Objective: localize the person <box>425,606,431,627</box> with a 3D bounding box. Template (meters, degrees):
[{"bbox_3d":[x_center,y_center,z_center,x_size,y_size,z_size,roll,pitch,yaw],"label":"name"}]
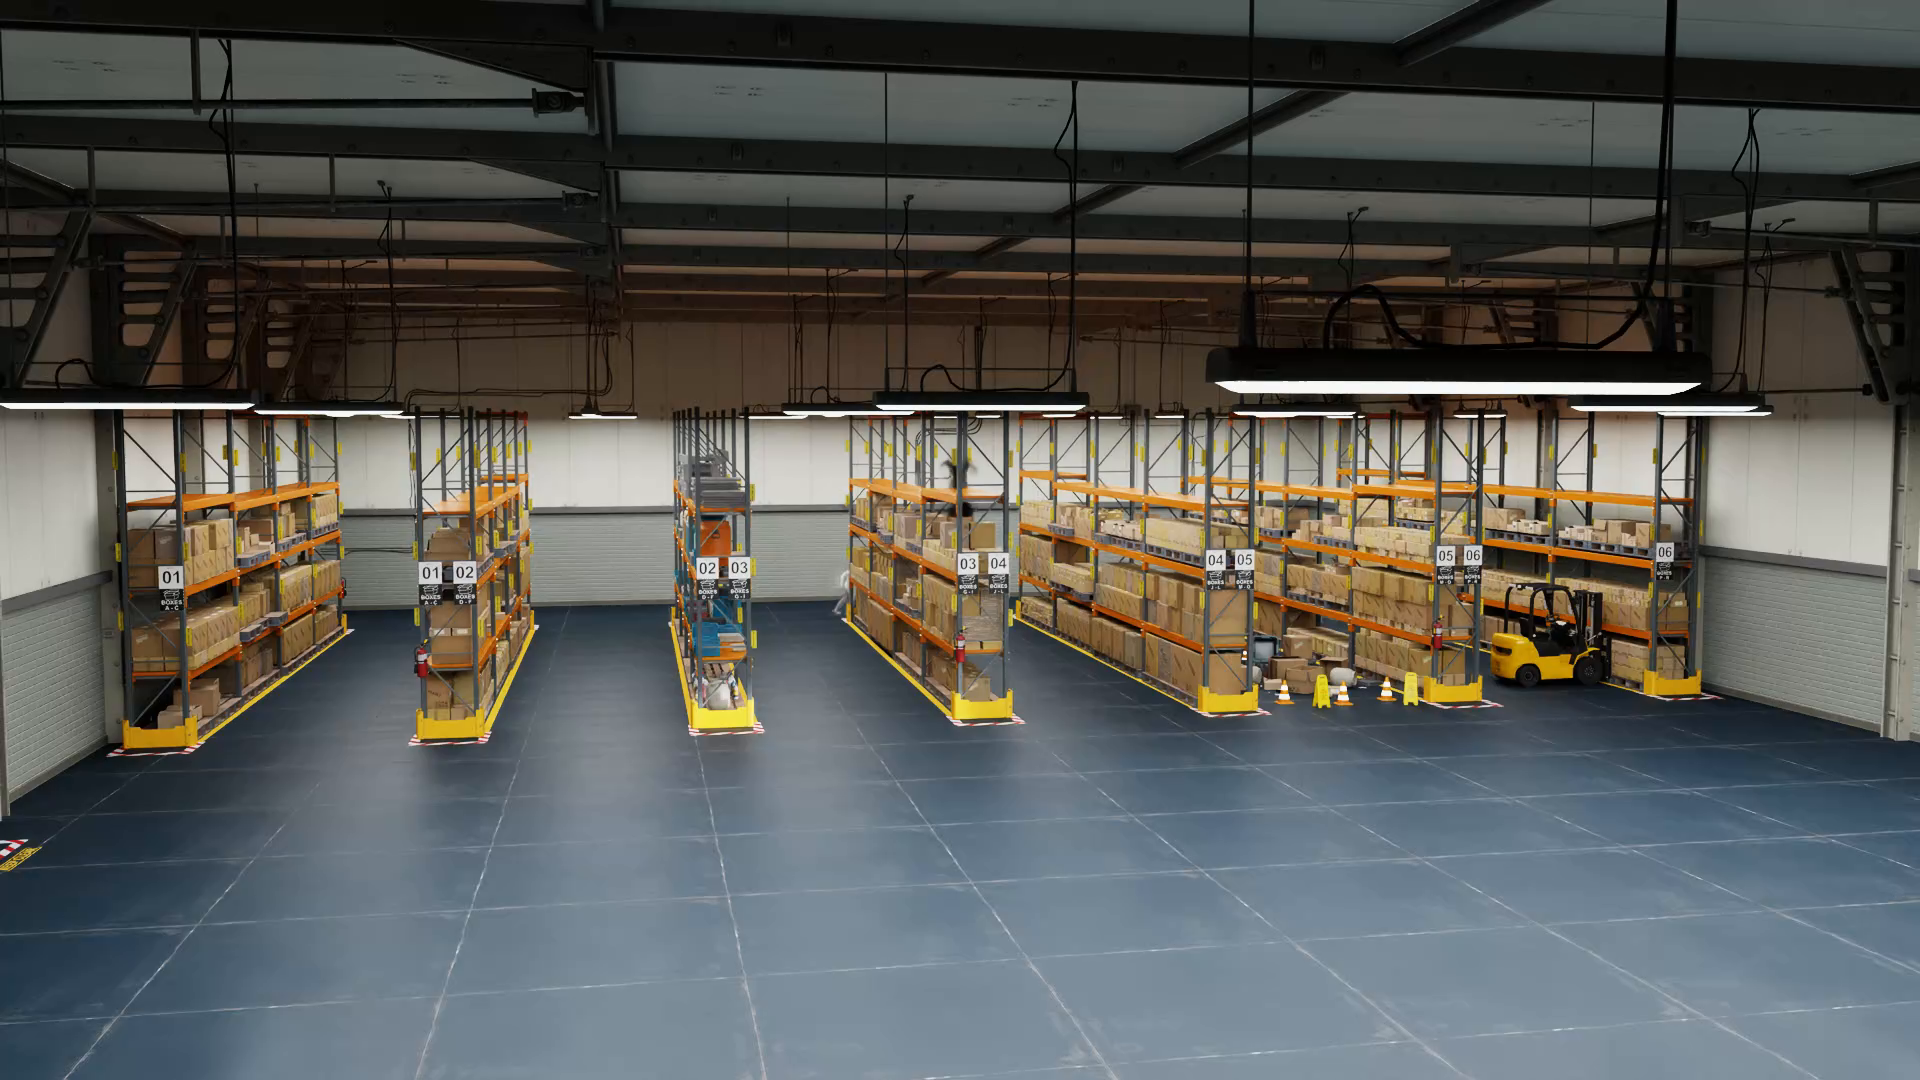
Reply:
[{"bbox_3d":[-13.046,2.028,41.457,0.594,1.504,0.873,-2,5,-27],"label":"person"}]

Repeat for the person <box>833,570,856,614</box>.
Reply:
[{"bbox_3d":[-3.240,1.437,48.917,0.979,1.582,0.605,1,4,18],"label":"person"}]
